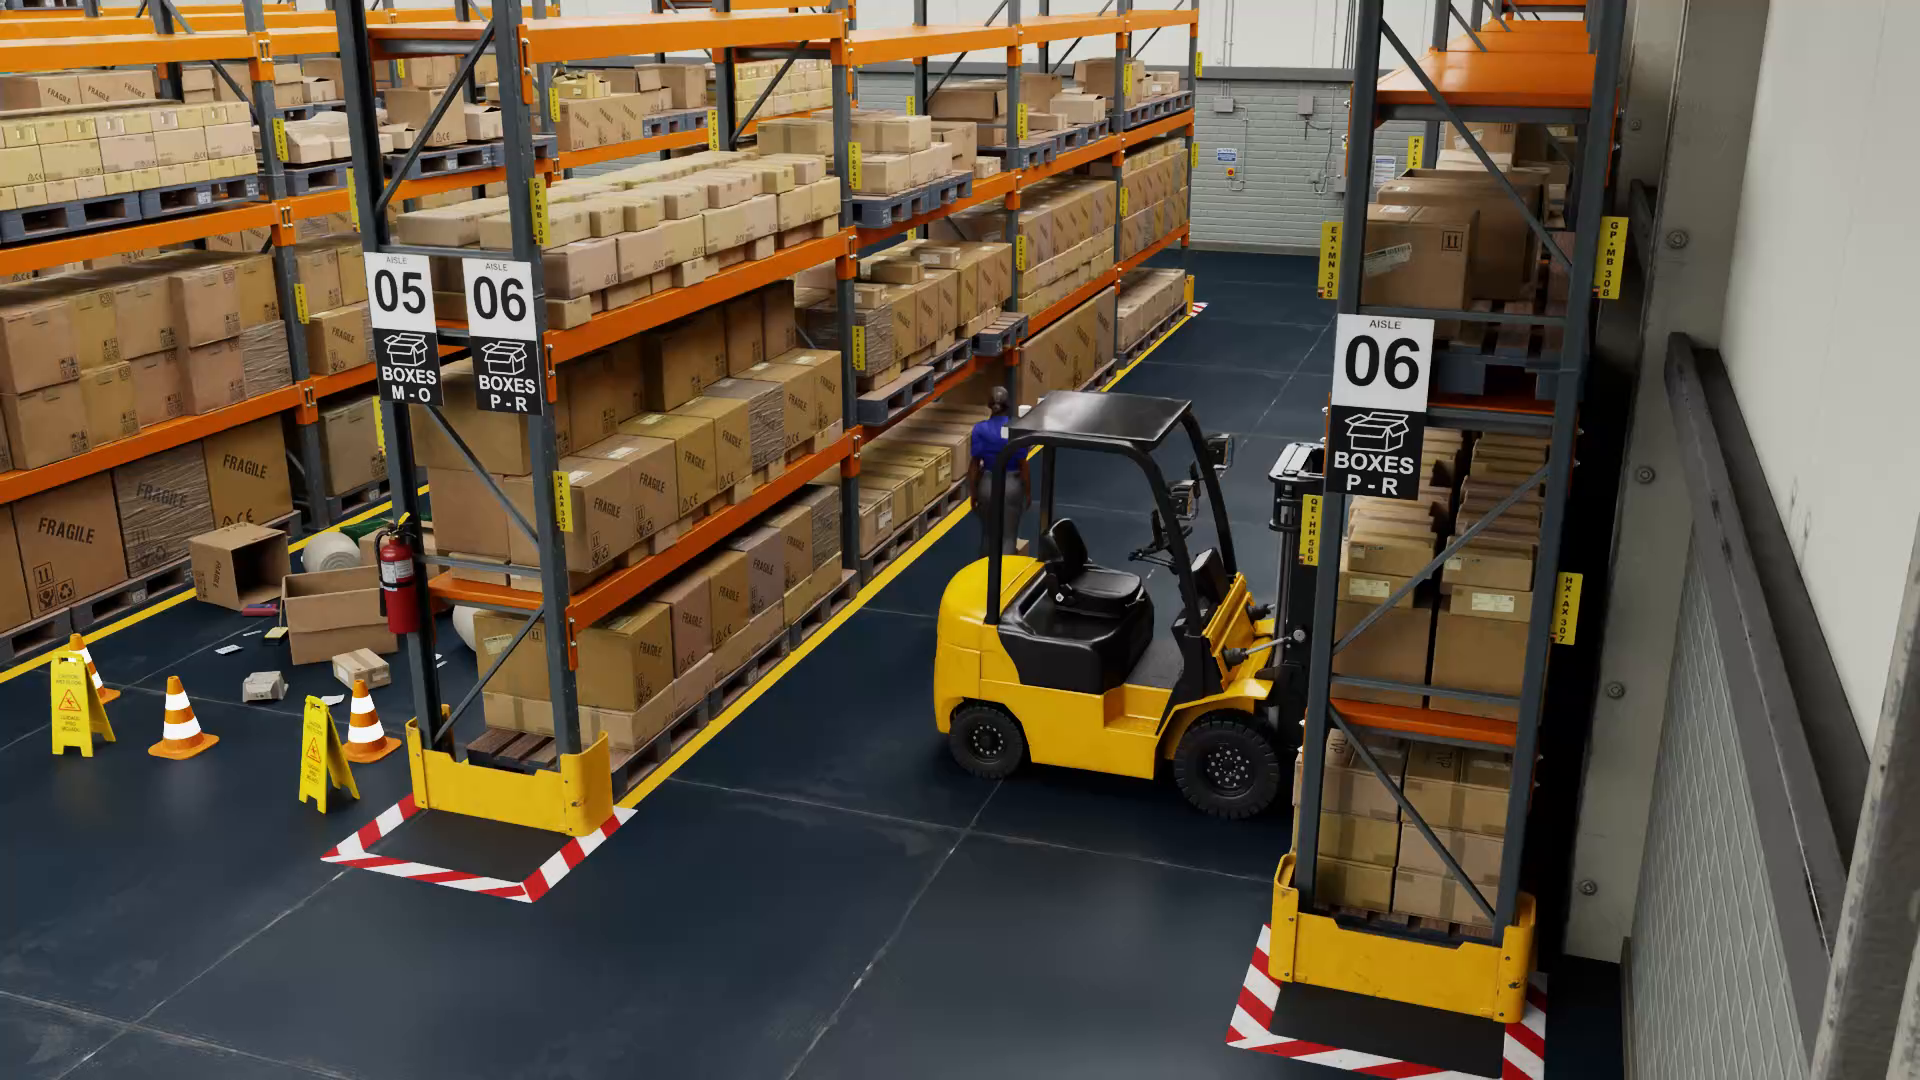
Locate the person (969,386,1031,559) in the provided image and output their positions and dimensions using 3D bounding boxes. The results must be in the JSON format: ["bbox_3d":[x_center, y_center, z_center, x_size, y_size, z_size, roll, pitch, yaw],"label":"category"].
[{"bbox_3d":[0.314,-0.367,12.630,0.456,1.655,0.655,5,19,14],"label":"person"}]
